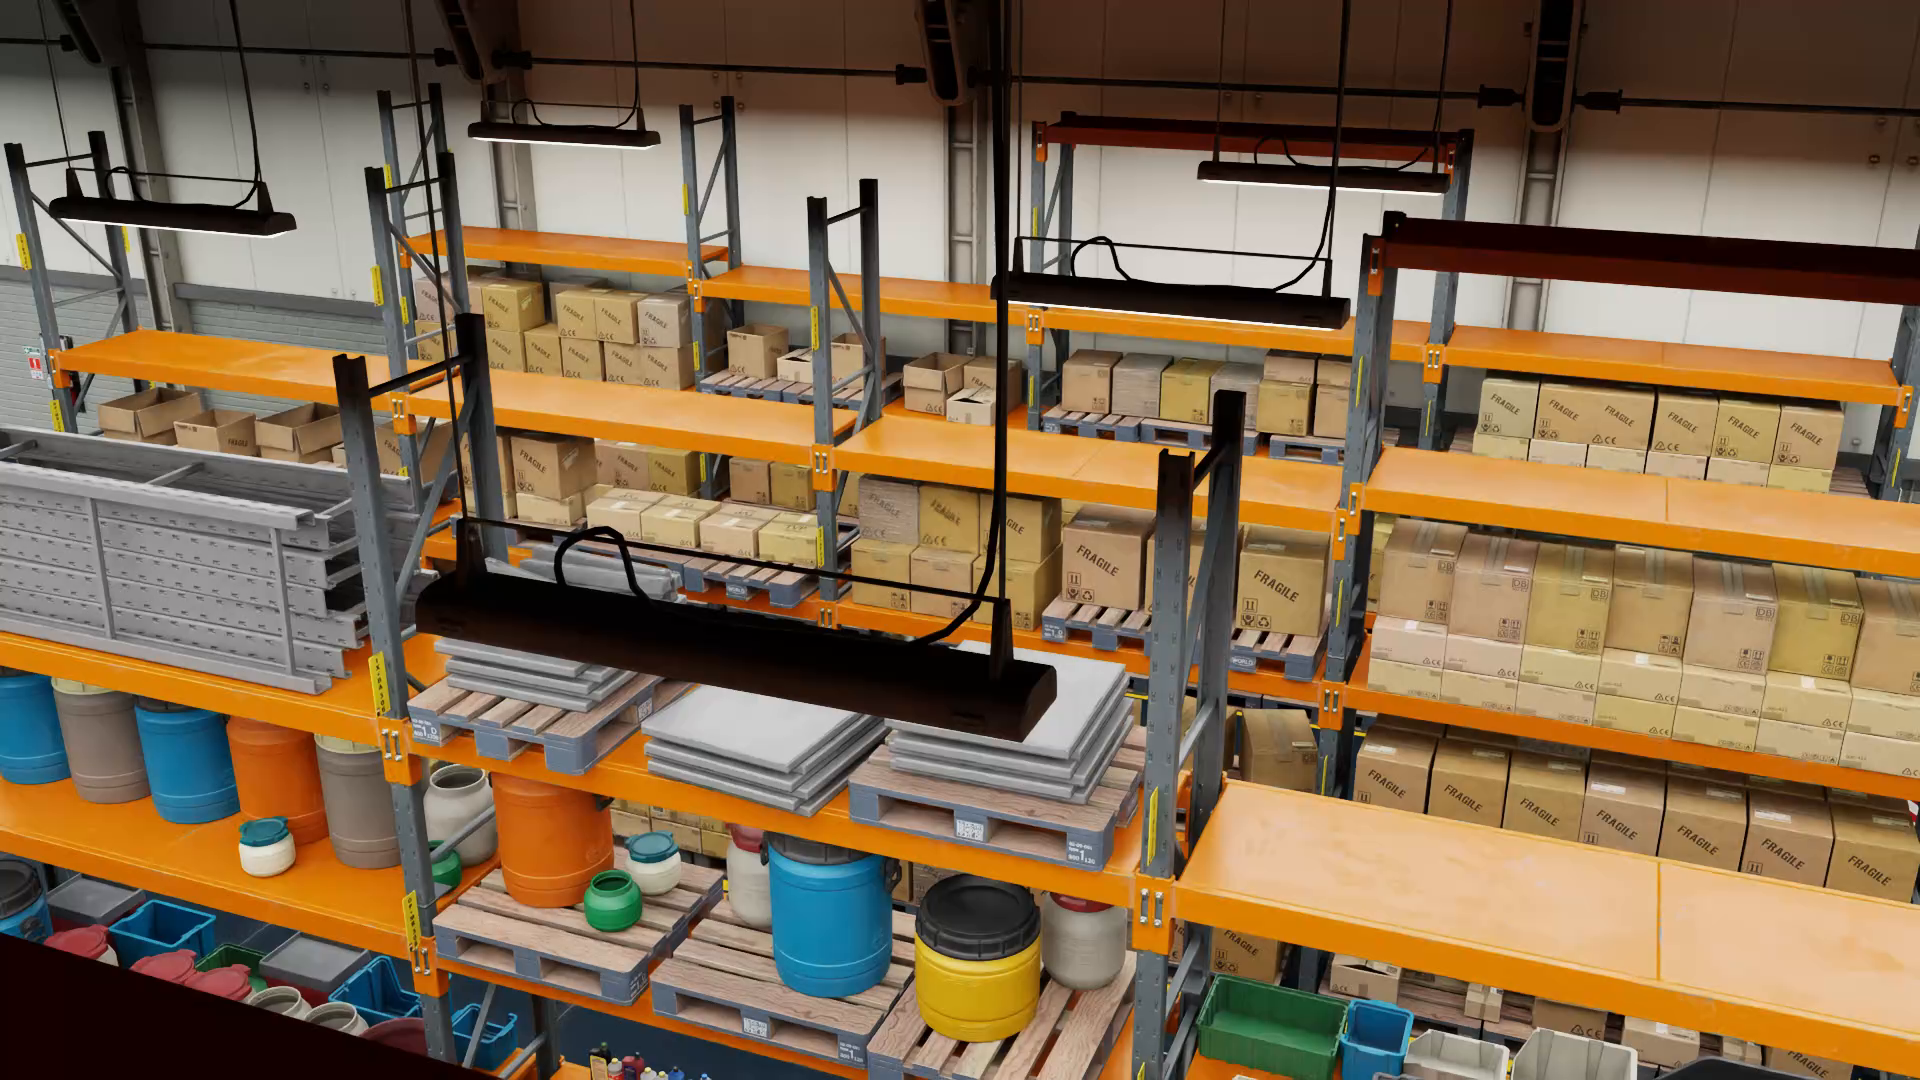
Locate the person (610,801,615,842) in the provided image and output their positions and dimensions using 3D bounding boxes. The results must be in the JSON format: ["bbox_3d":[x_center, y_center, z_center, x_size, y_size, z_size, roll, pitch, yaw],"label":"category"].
[{"bbox_3d":[-3.237,2.347,13.744,0.922,1.727,0.592,18,27,39],"label":"person"}]

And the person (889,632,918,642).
[{"bbox_3d":[-0.649,1.280,16.834,1.086,1.575,0.425,-1,21,-2],"label":"person"}]
